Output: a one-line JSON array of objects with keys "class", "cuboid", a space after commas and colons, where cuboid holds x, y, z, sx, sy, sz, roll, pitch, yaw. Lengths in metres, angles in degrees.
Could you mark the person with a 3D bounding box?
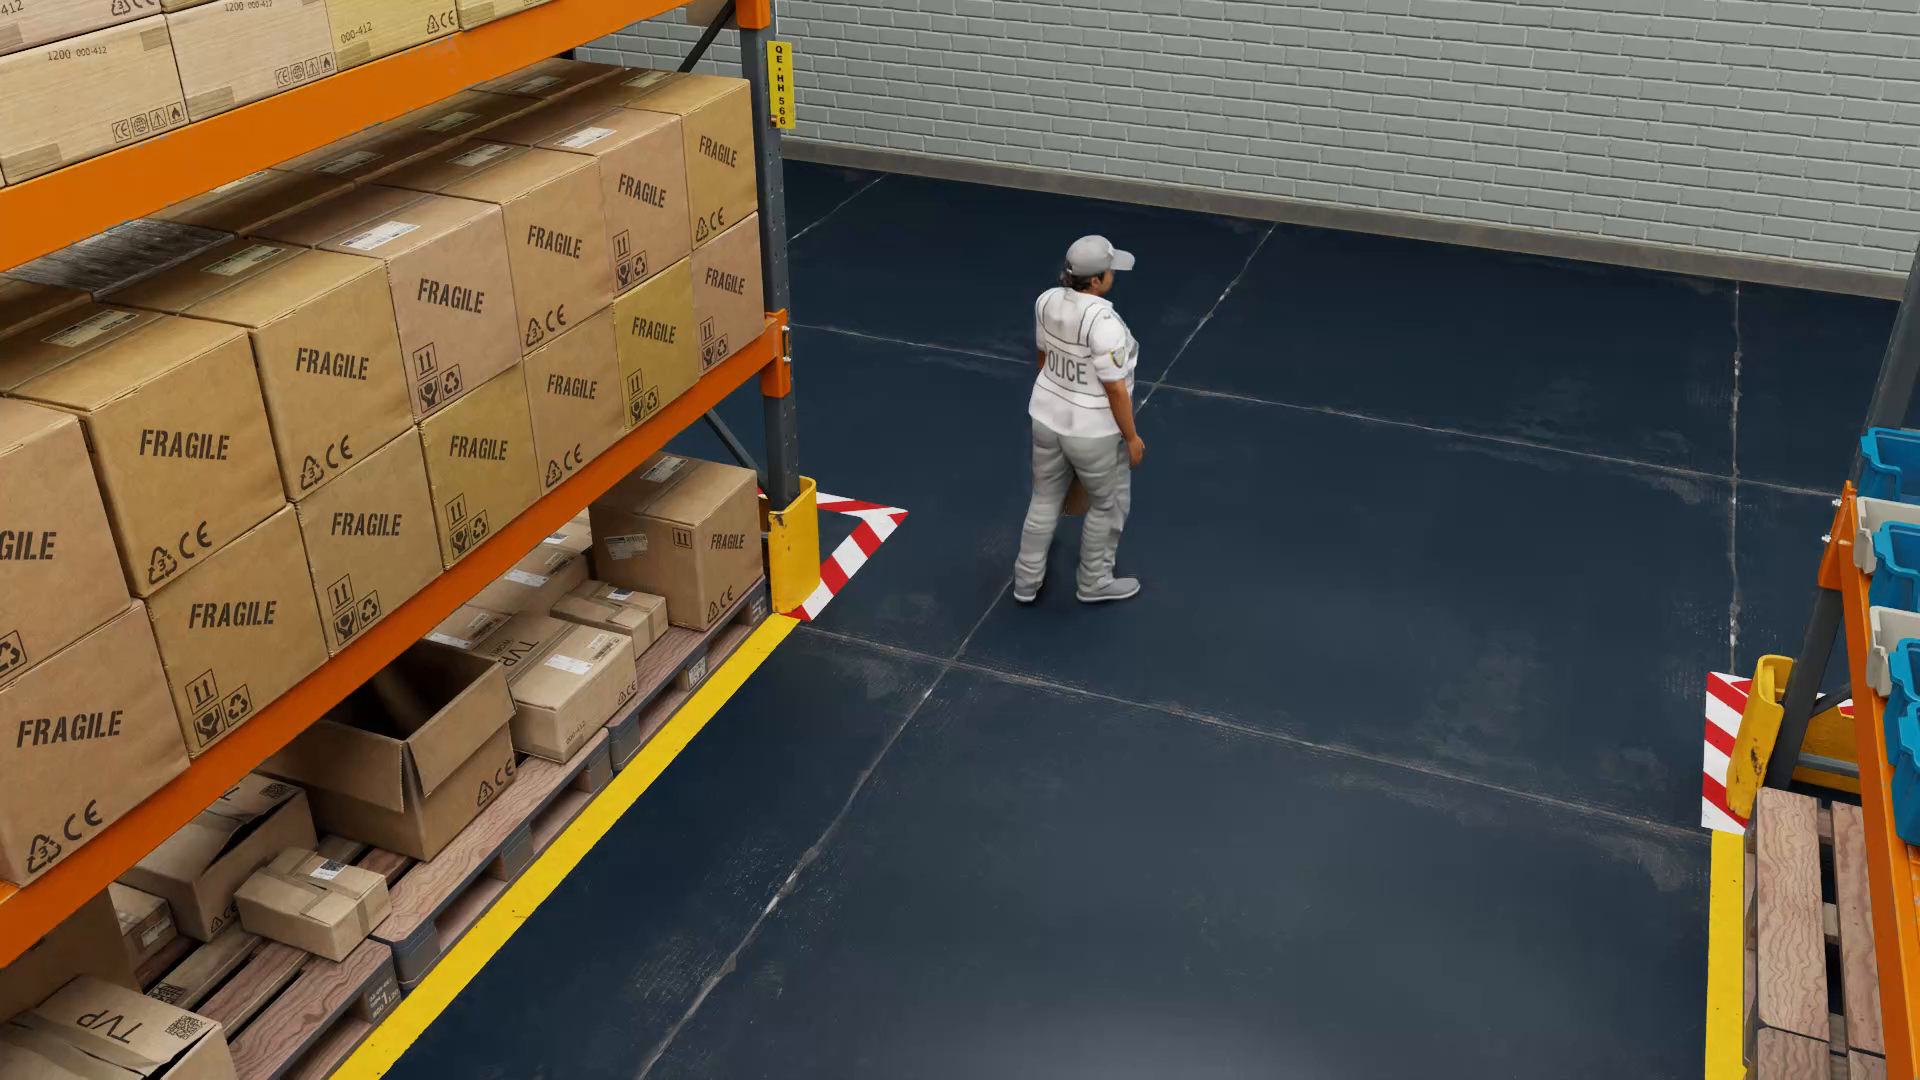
[{"class": "person", "cuboid": [0.506, -0.476, 6.955, 0.524, 1.664, 0.540, -23, 37, -34]}]
